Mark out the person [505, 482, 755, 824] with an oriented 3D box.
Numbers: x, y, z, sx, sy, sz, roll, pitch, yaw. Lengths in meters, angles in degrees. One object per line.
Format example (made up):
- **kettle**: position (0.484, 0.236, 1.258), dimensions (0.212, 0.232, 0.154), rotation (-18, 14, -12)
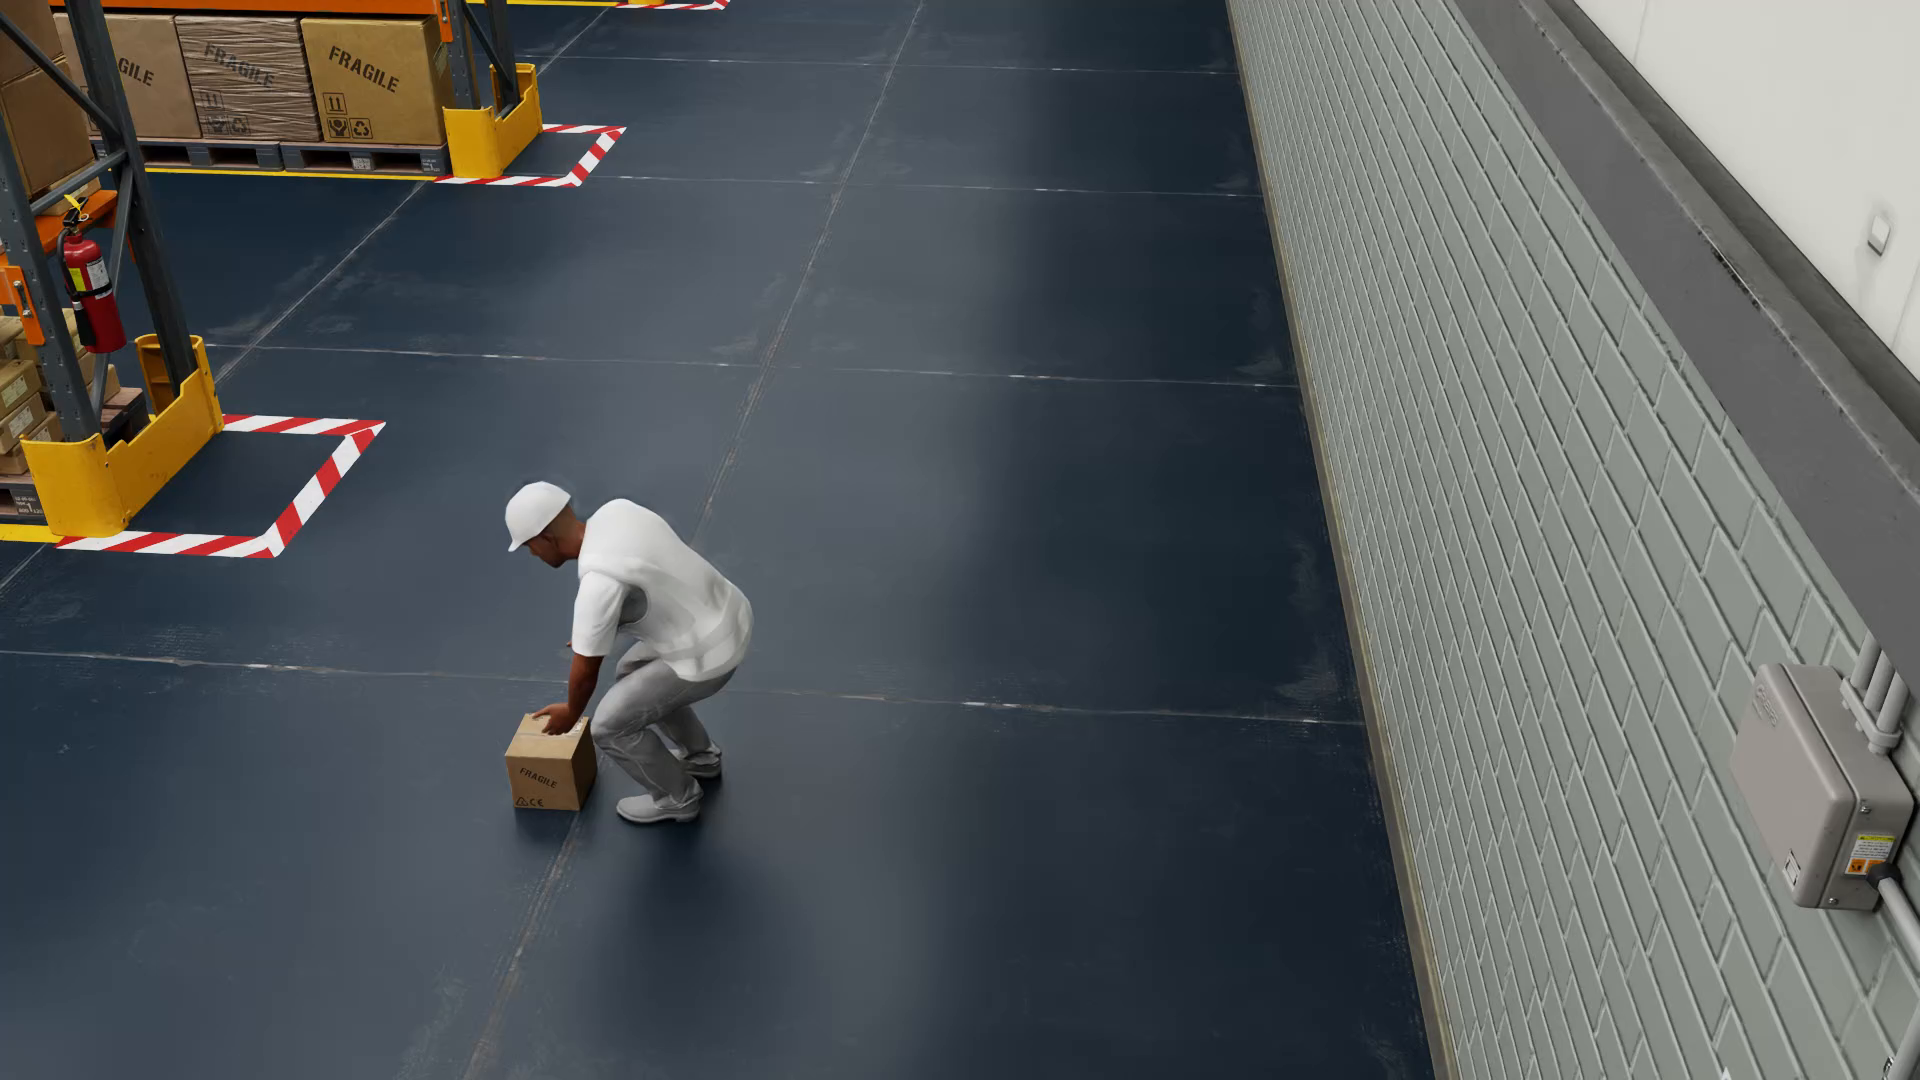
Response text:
- **person**: position (-1.135, 0.397, 5.875), dimensions (0.792, 1.343, 0.631), rotation (3, 32, 4)
